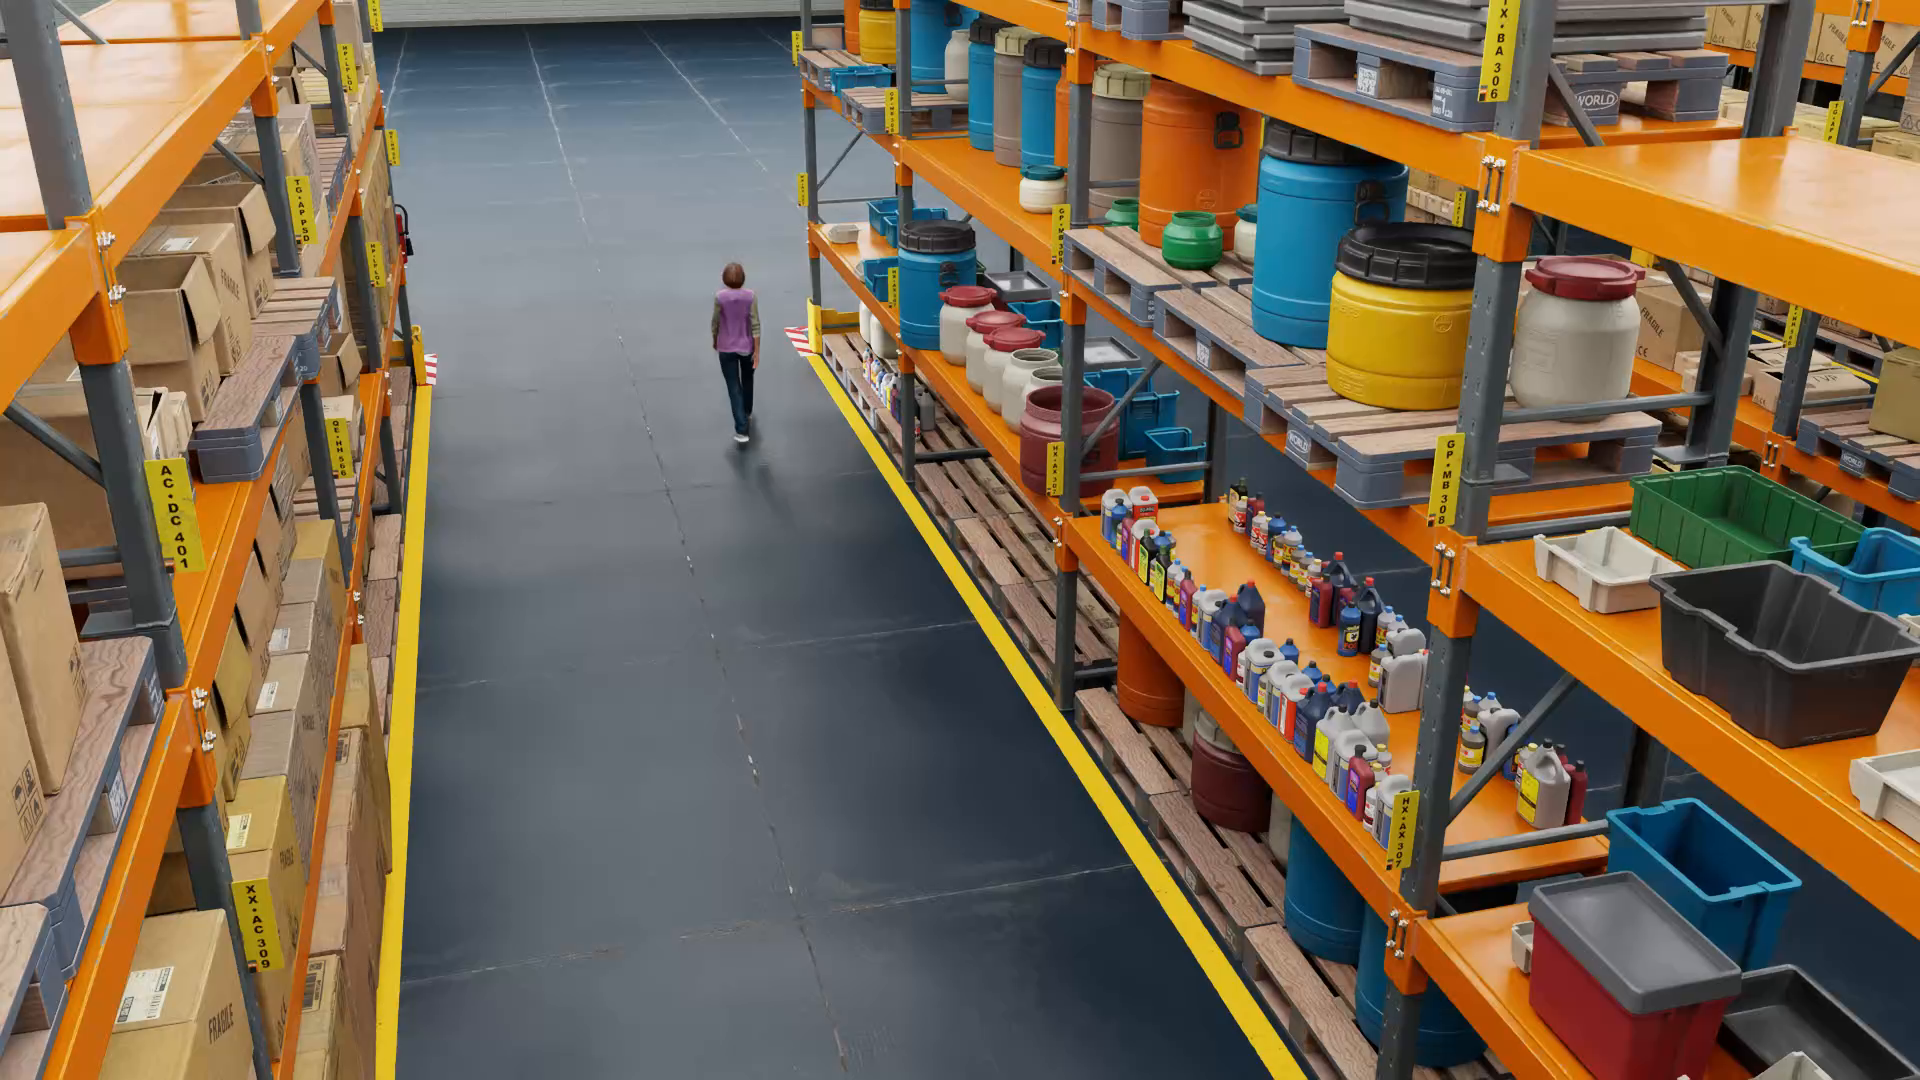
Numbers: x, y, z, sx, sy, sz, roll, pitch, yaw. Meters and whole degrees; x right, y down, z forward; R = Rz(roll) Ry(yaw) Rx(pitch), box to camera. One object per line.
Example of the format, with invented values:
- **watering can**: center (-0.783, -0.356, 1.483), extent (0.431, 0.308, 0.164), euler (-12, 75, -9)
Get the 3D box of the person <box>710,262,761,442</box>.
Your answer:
- **person**: center (-1.964, -1.698, 14.558), extent (0.412, 1.536, 0.943), euler (-6, 24, -15)
